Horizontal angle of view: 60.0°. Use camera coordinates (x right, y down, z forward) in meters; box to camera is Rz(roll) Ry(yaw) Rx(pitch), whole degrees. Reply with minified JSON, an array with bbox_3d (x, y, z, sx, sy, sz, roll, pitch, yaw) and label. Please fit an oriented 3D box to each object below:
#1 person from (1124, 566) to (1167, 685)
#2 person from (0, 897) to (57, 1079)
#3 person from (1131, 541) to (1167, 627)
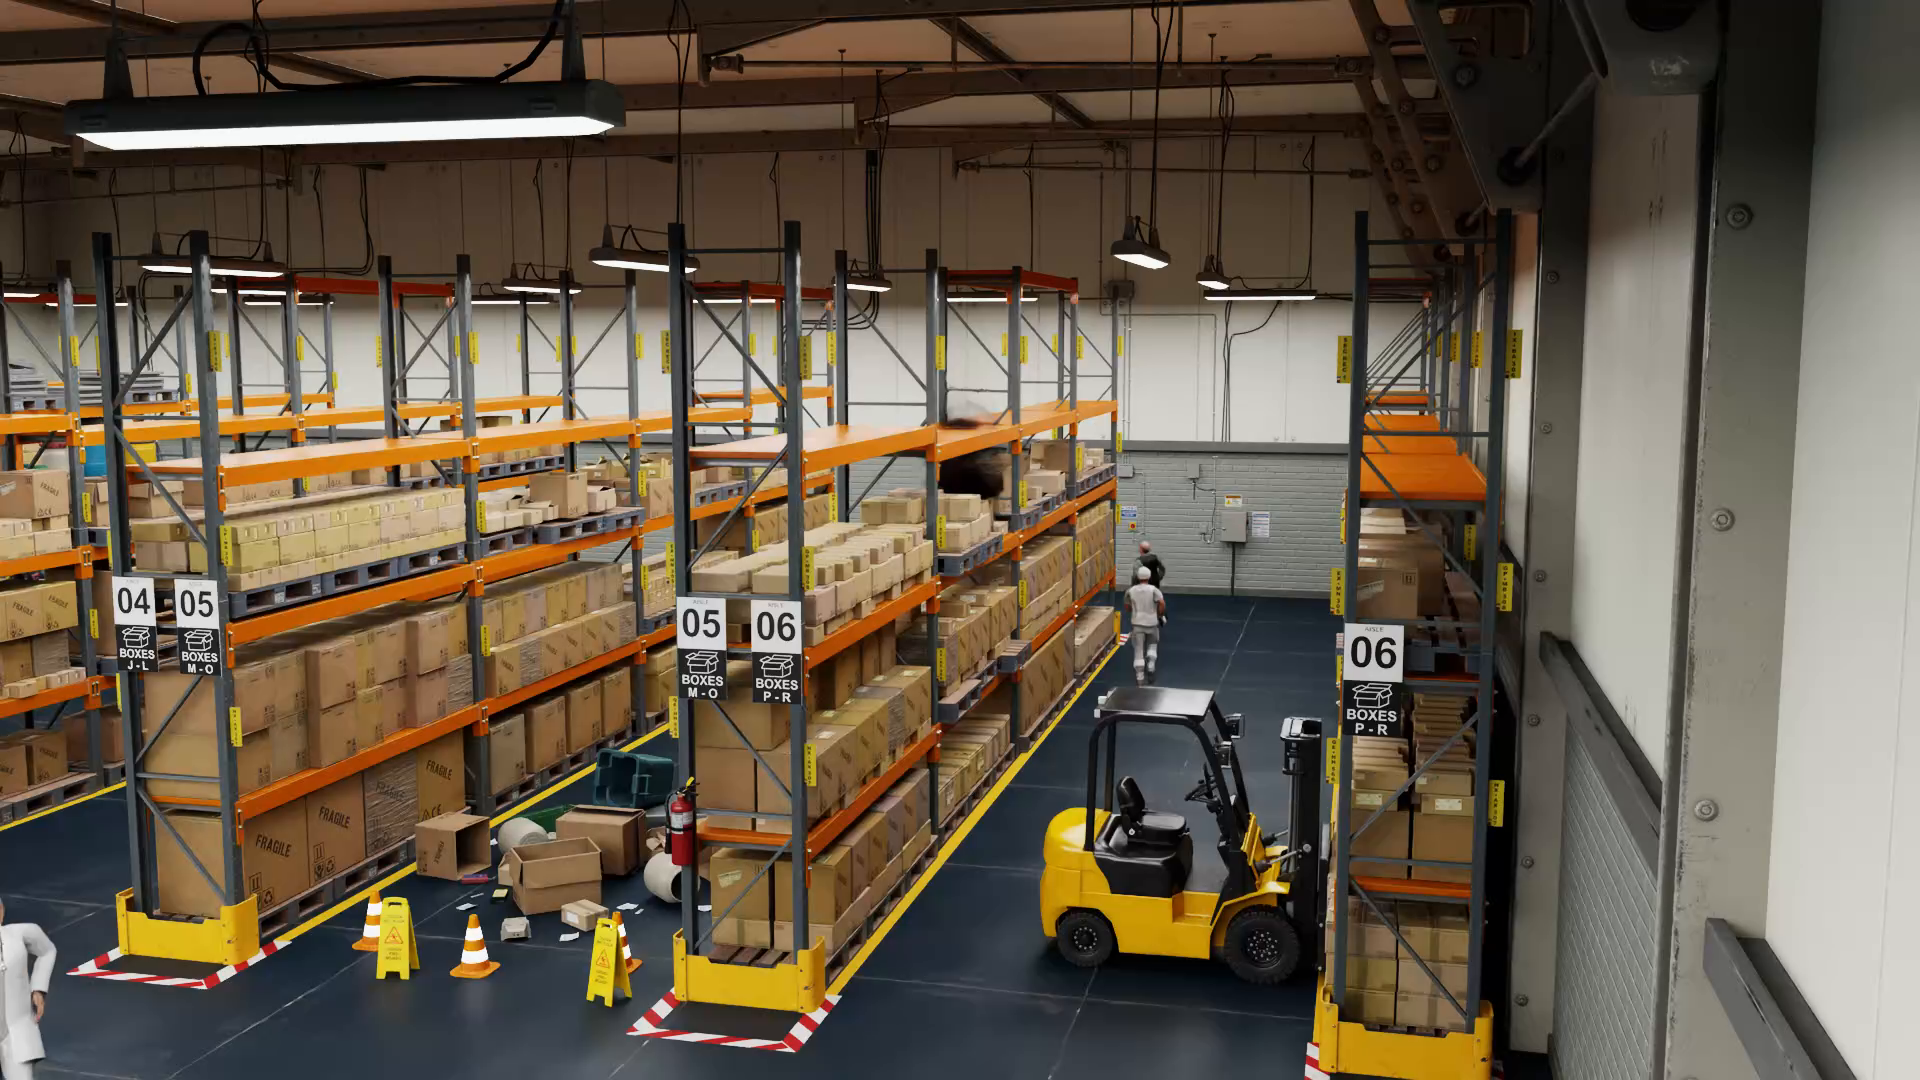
[{"bbox_3d":[2.756,1.264,24.753,0.641,1.775,0.690,1,7,10],"label":"person"},{"bbox_3d":[-5.906,3.058,10.216,0.684,1.828,0.766,-4,8,-29],"label":"person"},{"bbox_3d":[3.223,0.836,28.843,0.687,1.649,0.555,-5,8,-34],"label":"person"}]
